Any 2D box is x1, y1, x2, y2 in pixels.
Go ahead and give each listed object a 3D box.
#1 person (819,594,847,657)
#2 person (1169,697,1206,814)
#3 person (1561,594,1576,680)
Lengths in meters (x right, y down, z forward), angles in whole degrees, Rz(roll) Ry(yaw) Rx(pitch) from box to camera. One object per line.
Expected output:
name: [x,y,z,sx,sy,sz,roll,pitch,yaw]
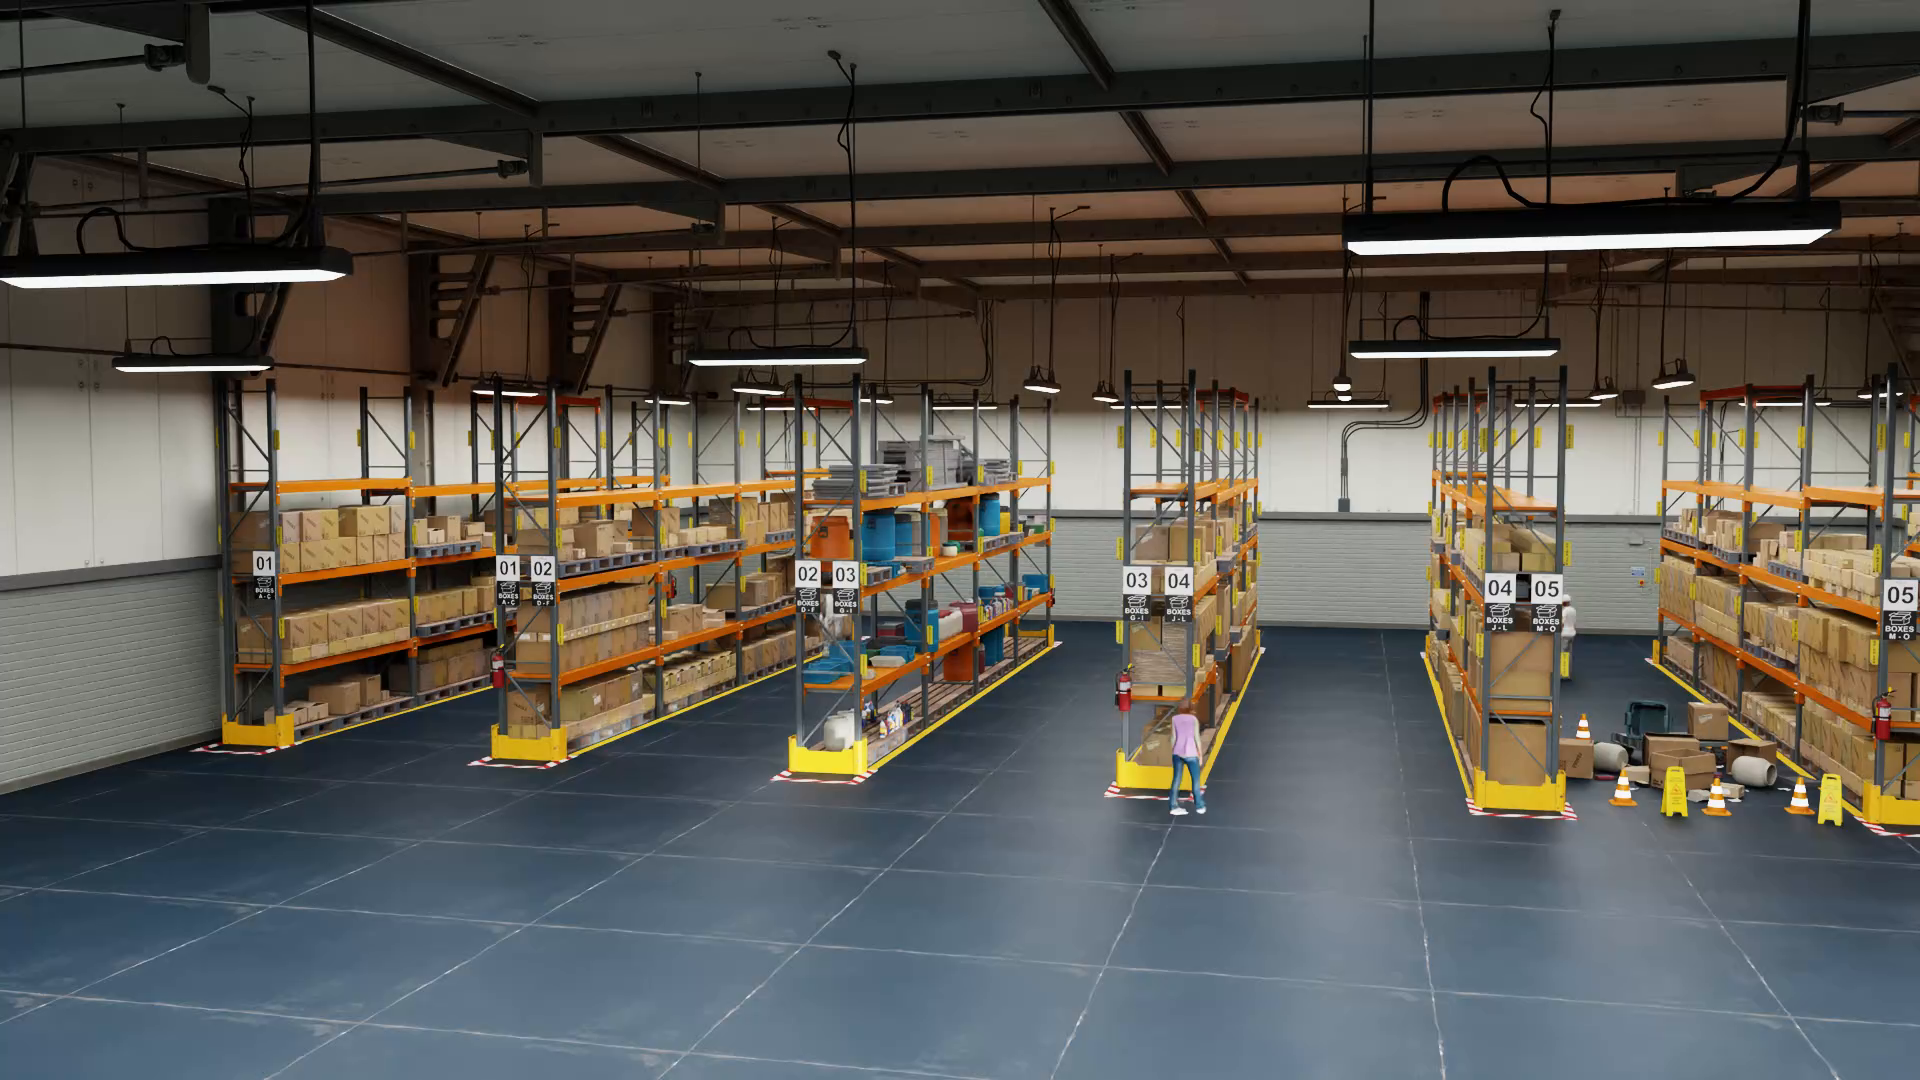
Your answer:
person: [-2.814,1.705,37.178,0.735,1.727,0.878,1,4,13]
person: [3.079,2.878,22.234,0.405,1.592,0.559,3,5,42]
person: [12.667,2.028,34.820,0.593,1.775,0.395,-3,4,-40]
